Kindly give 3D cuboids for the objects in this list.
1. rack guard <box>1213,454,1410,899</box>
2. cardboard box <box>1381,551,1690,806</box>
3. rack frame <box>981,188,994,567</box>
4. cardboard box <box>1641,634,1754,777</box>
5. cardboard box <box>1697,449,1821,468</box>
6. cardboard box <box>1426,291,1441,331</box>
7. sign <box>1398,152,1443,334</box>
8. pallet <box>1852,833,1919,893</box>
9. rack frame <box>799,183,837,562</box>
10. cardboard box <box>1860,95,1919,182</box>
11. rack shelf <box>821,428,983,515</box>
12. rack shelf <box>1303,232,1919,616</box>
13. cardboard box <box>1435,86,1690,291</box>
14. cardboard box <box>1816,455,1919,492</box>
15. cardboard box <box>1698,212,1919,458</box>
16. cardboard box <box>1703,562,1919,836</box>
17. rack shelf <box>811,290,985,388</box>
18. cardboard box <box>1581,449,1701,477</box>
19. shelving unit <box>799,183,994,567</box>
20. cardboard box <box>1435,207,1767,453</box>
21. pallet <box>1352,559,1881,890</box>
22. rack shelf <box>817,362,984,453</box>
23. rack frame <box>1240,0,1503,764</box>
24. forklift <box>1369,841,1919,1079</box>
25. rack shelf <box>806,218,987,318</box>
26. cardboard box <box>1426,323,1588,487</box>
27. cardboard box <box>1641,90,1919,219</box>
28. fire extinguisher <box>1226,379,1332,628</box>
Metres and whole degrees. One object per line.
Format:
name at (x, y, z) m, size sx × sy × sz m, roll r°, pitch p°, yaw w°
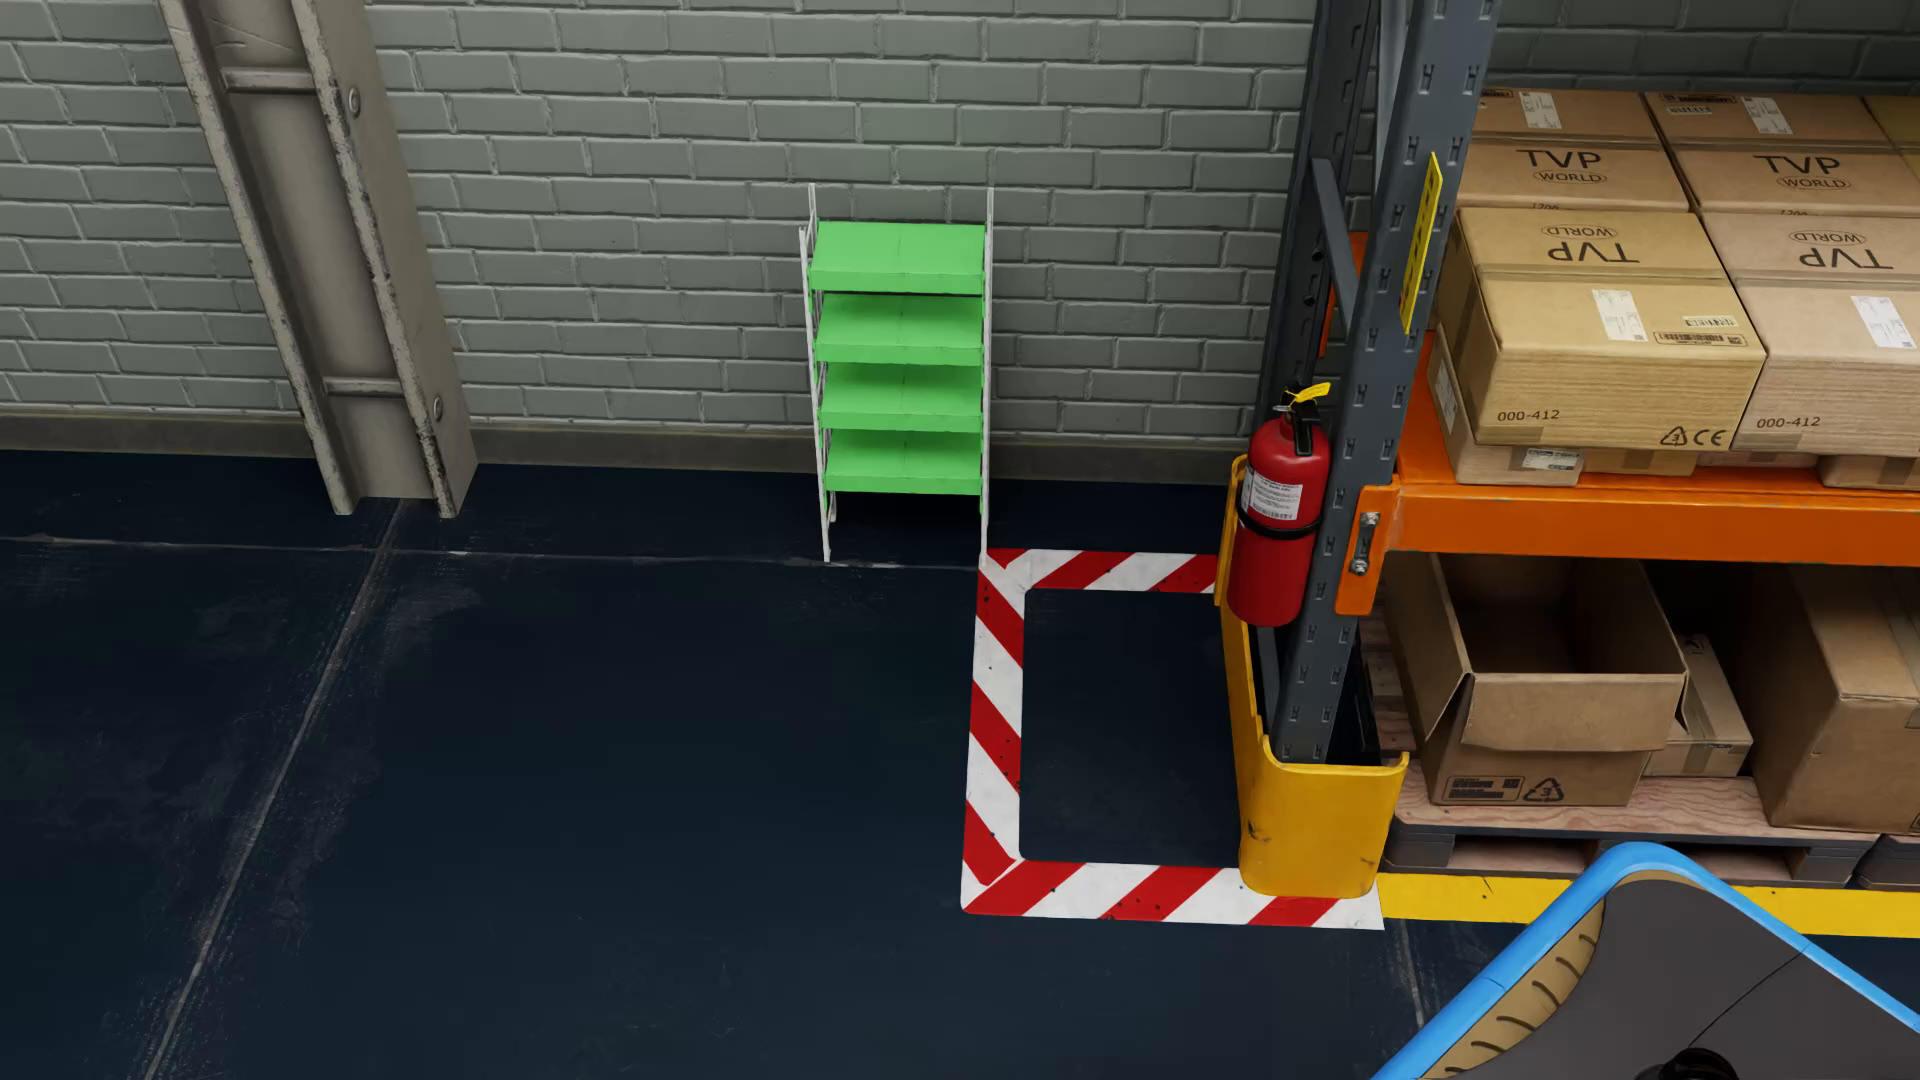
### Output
rack guard at (0.924, 0.335, 4.524) m, size 0.348 × 0.500 × 1.175 m, roll 2°, pitch 43°, yaw 2°
cardboard box at (1.454, 0.261, 4.293) m, size 0.637 × 0.503 × 0.797 m, roll 0°, pitch 43°, yaw 0°
rack frame at (0.078, -0.437, 4.838) m, size 0.015 × 1.200 × 0.240 m, roll 2°, pitch 43°, yaw 2°
cardboard box at (1.877, 0.430, 4.371) m, size 0.250 × 0.149 × 0.380 m, roll 0°, pitch 43°, yaw 0°
cardboard box at (1.684, -0.333, 3.591) m, size 0.250 × 0.149 × 0.380 m, roll 1°, pitch 43°, yaw 1°
cardboard box at (1.191, -0.663, 3.945) m, size 0.250 × 0.149 × 0.380 m, roll 1°, pitch 43°, yaw 1°
sign at (0.823, -0.529, 2.983) m, size 0.005 × 0.325 × 0.100 m, roll 2°, pitch 43°, yaw 2°
pallet at (2.936, 0.504, 4.555) m, size 1.213 × 0.211 × 1.003 m, roll 2°, pitch 43°, yaw 2°
rack frame at (-0.409, -0.452, 4.855) m, size 0.015 × 1.200 × 0.240 m, roll 2°, pitch 43°, yaw 2°
cardboard box at (2.329, -0.768, 3.765) m, size 0.500 × 0.250 × 0.500 m, roll 3°, pitch 43°, yaw 3°
rack shelf at (-0.165, -0.222, 5.054) m, size 0.480 × 0.148 × 0.258 m, roll 2°, pitch 43°, yaw 2°
rack shelf at (2.846, -0.258, 3.854) m, size 4.000 × 0.370 × 1.077 m, roll 2°, pitch 43°, yaw 2°
cardboard box at (1.319, -0.803, 3.803) m, size 0.500 × 0.250 × 0.500 m, roll 3°, pitch 43°, yaw 3°
cardboard box at (1.934, -0.283, 3.538) m, size 0.250 × 0.149 × 0.380 m, roll 3°, pitch 43°, yaw 3°
cardboard box at (1.792, -0.423, 3.396) m, size 0.500 × 0.250 × 0.500 m, roll 2°, pitch 43°, yaw 2°
cardboard box at (2.307, 0.315, 4.237) m, size 0.500 × 0.500 × 0.700 m, roll 3°, pitch 43°, yaw 4°
rack shelf at (-0.166, -0.573, 4.726) m, size 0.480 × 0.148 × 0.258 m, roll 2°, pitch 43°, yaw 2°
cardboard box at (1.420, -0.317, 3.574) m, size 0.250 × 0.149 × 0.380 m, roll 3°, pitch 43°, yaw 3°
shelving unit at (-0.165, -0.444, 4.846) m, size 0.503 × 1.200 × 0.258 m, roll 2°, pitch 43°, yaw 2°
cardboard box at (1.289, -0.439, 3.412) m, size 0.500 × 0.250 × 0.500 m, roll 2°, pitch 43°, yaw 2°
pallet at (1.720, 0.464, 4.597) m, size 1.213 × 0.211 × 1.003 m, roll 2°, pitch 43°, yaw 2°
rack shelf at (-0.165, -0.397, 4.890) m, size 0.480 × 0.148 × 0.258 m, roll 2°, pitch 43°, yaw 2°
rack frame at (0.848, -0.582, 3.674) m, size 0.127 × 3.000 × 1.000 m, roll 2°, pitch 43°, yaw 2°
forklift at (1.890, 1.220, 1.790) m, size 1.130 × 2.935 × 3.031 m, roll -31°, pitch 51°, yaw -29°
rack shelf at (-0.166, -0.749, 4.563) m, size 0.480 × 0.148 × 0.258 m, roll 2°, pitch 43°, yaw 2°
cardboard box at (1.164, -0.293, 3.549) m, size 0.250 × 0.149 × 0.380 m, roll 1°, pitch 43°, yaw 2°
cardboard box at (1.834, -0.786, 3.785) m, size 0.500 × 0.250 × 0.500 m, roll 2°, pitch 43°, yaw 2°
fire extinguisher at (0.680, -0.107, 3.495) m, size 0.183 × 0.674 × 0.296 m, roll 2°, pitch 43°, yaw 2°
